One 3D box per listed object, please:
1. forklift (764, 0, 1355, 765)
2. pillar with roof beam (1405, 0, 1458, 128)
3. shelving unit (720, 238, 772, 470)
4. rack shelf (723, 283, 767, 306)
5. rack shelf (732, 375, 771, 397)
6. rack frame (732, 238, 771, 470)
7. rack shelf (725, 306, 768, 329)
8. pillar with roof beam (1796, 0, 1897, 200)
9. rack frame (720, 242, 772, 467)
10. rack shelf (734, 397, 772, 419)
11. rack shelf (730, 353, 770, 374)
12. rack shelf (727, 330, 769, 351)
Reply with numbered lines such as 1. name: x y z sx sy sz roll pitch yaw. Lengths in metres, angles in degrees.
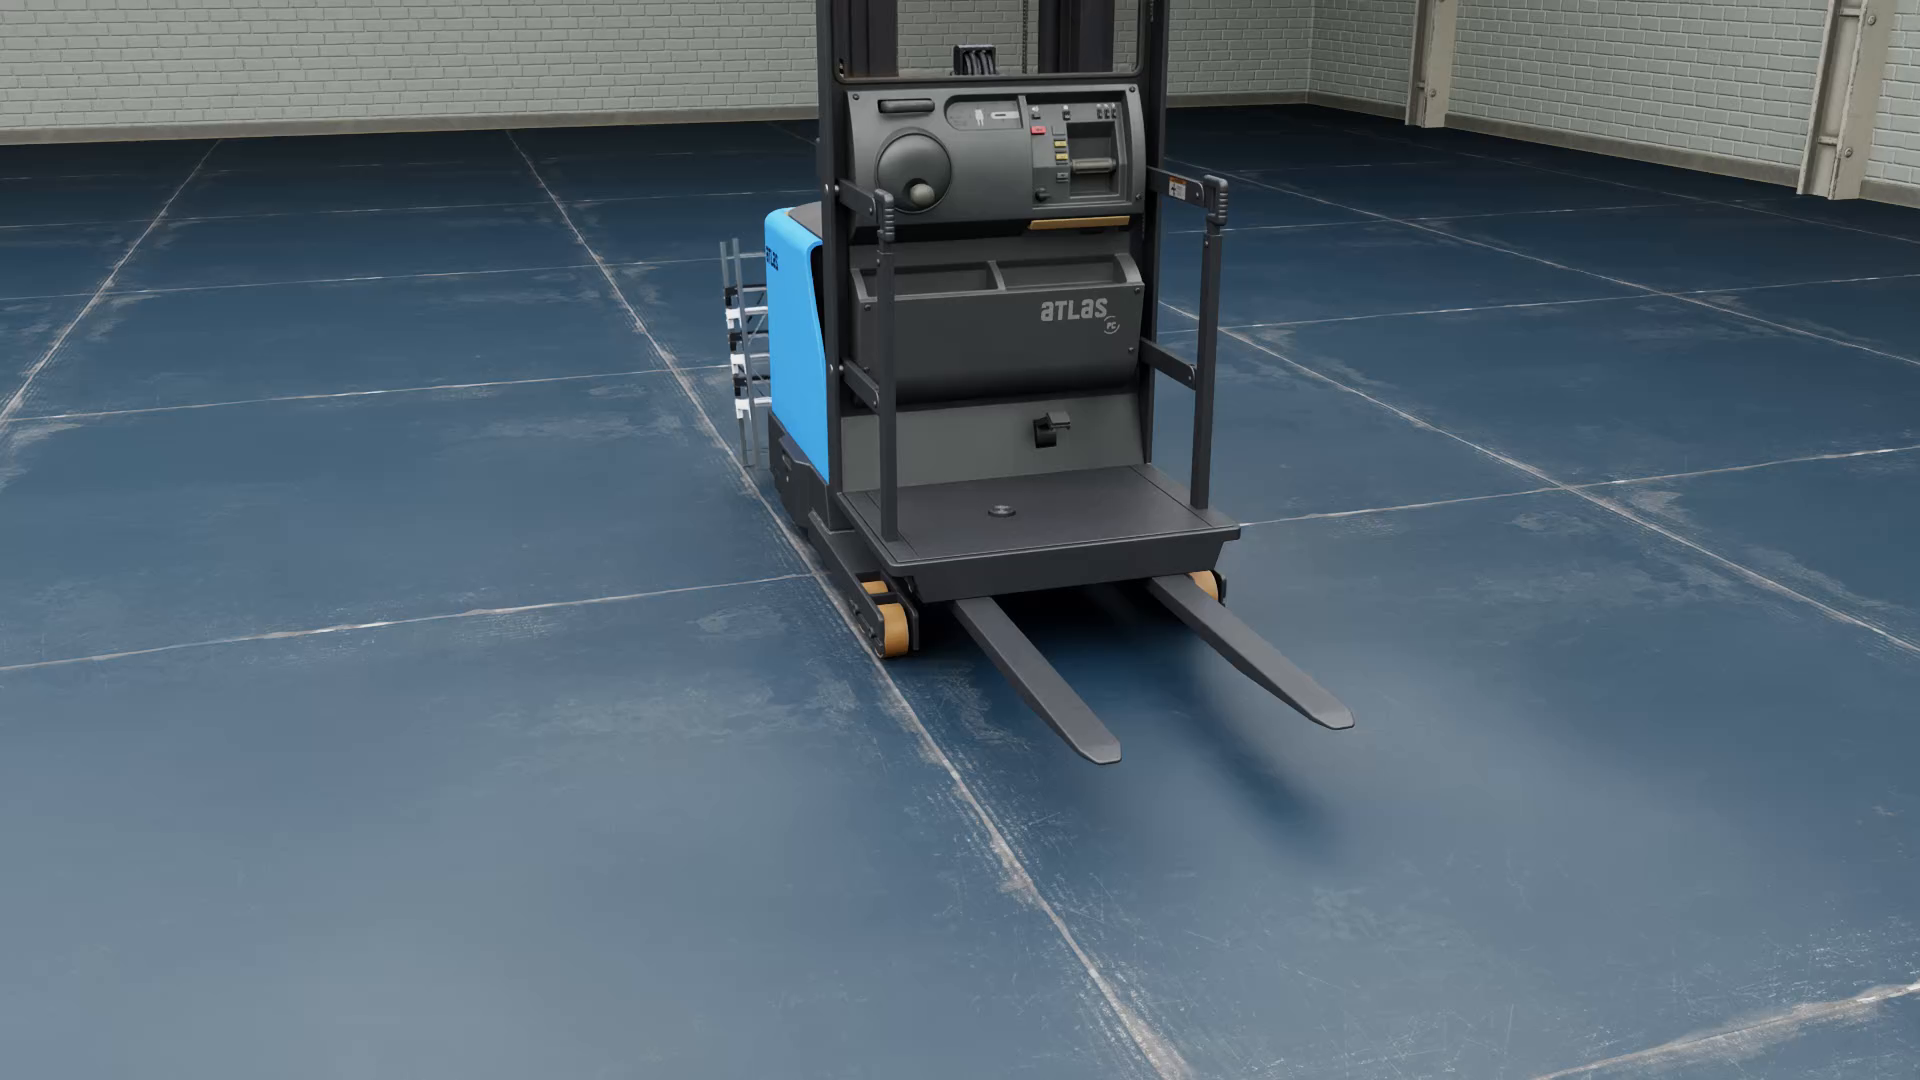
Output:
1. forklift: 0.186 -1.178 4.860 1.130 2.935 3.031 -6 21 -16
2. pillar with roof beam: 1.323 -8.595 16.535 9.100 9.000 0.400 -6 21 -17
3. shelving unit: -0.769 -0.746 6.626 0.258 0.900 0.210 -8 8 -21
4. rack shelf: -0.789 -0.980 6.594 0.258 0.077 0.200 -8 8 -21
5. rack shelf: -0.758 -0.625 6.642 0.258 0.077 0.200 -8 8 -21
6. rack frame: -0.731 -0.737 6.532 0.240 0.900 0.006 -8 8 -21
7. rack shelf: -0.781 -0.891 6.606 0.258 0.077 0.200 -8 8 -21
8. pillar with roof beam: 3.208 -6.670 11.174 9.100 9.000 0.400 -6 21 -17
9. rack frame: -0.807 -0.756 6.720 0.240 0.900 0.006 -8 8 -21
10. rack shelf: -0.750 -0.536 6.654 0.258 0.077 0.200 -8 8 -21
11. rack shelf: -0.766 -0.713 6.630 0.258 0.077 0.200 -8 8 -21
12. rack shelf: -0.774 -0.802 6.618 0.258 0.077 0.200 -8 8 -21
